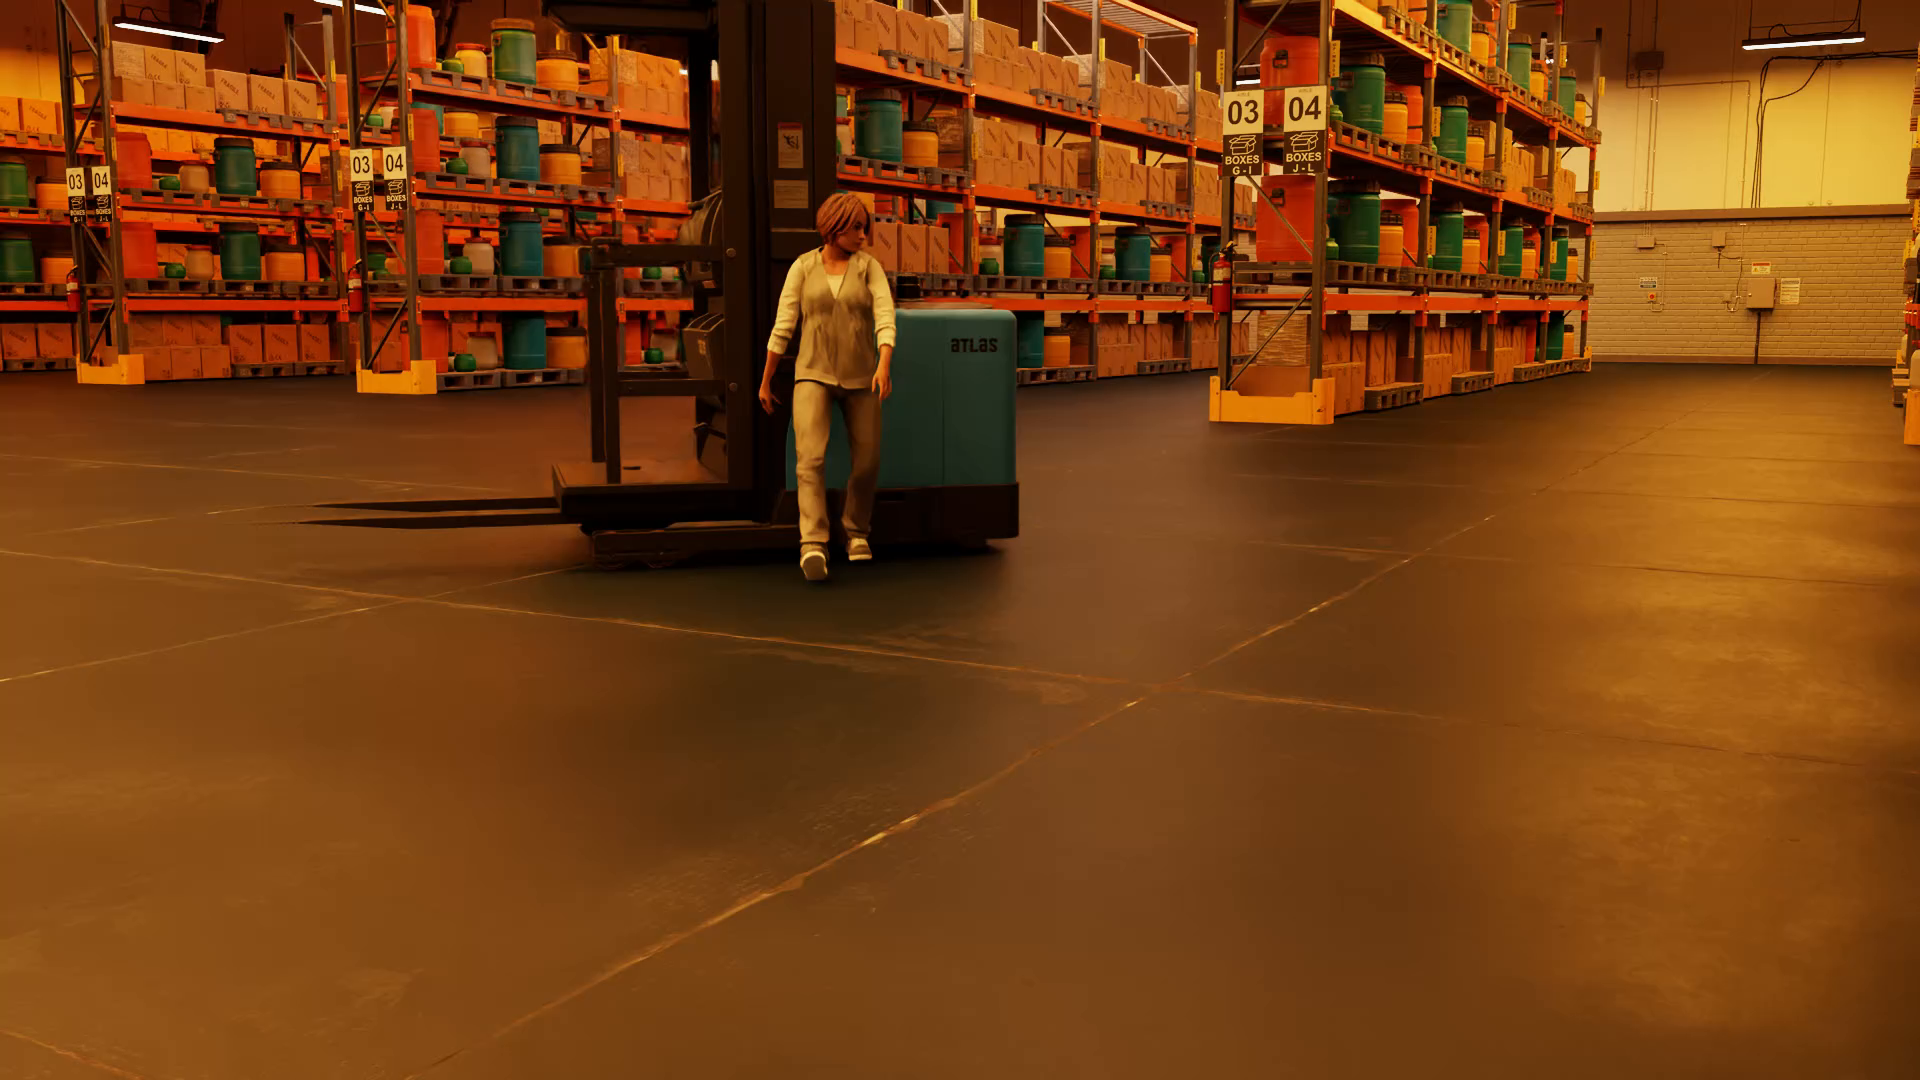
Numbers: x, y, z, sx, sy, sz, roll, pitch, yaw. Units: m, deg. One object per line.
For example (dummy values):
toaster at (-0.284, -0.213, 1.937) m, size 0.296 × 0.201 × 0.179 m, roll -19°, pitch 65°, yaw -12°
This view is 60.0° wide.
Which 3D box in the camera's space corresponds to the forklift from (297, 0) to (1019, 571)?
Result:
forklift at (-1.312, -1.405, 7.270) m, size 3.031 × 2.935 × 1.130 m, roll -2°, pitch 8°, yaw -16°

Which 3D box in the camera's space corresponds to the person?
person at (-0.531, -0.624, 6.699) m, size 0.548 × 1.530 × 0.868 m, roll -1°, pitch 8°, yaw -8°
